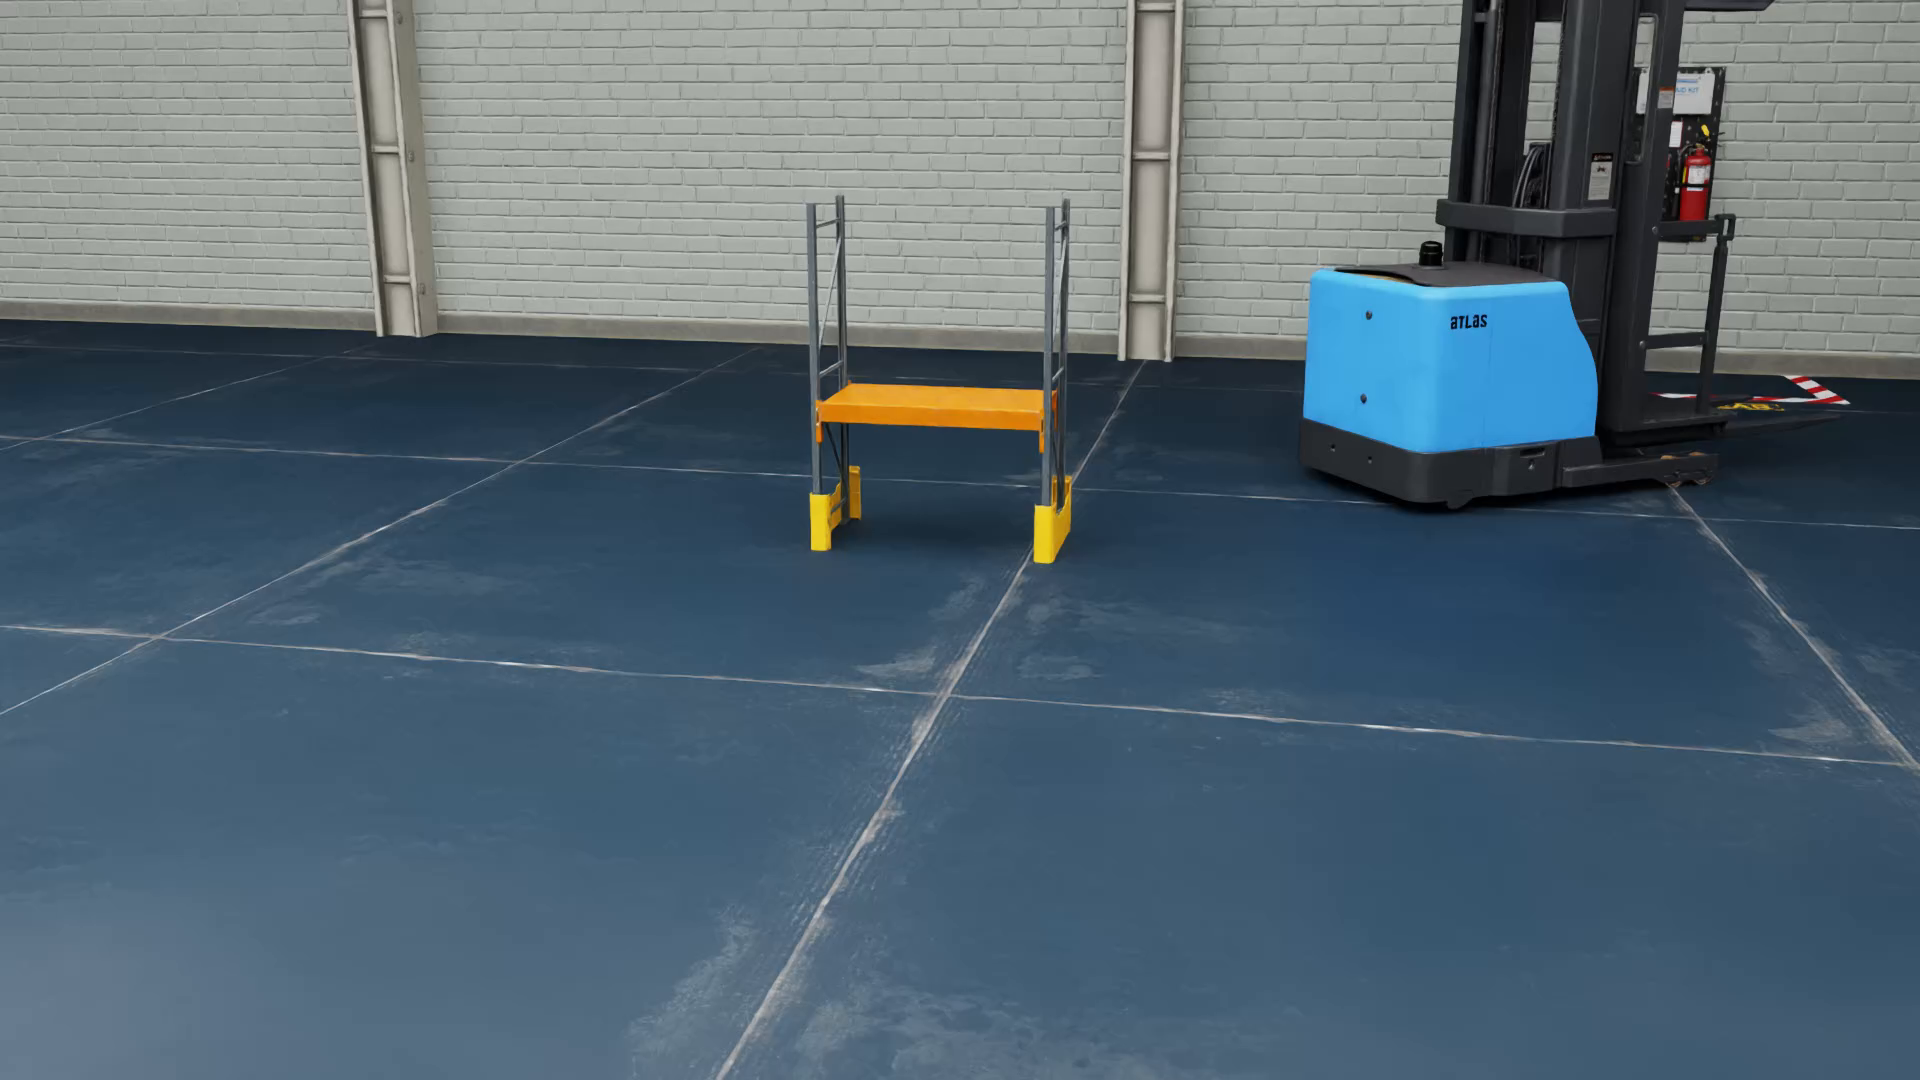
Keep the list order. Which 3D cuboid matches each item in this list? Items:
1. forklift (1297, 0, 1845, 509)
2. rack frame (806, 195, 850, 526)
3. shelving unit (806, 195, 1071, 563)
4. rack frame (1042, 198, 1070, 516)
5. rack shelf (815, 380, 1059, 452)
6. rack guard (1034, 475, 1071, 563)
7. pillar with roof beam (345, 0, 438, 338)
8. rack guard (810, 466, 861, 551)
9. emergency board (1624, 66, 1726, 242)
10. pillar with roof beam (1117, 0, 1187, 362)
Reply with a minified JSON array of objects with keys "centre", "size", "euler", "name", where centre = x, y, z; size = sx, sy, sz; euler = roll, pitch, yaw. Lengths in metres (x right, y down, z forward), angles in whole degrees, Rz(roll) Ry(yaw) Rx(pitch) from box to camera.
[{"centre":[3.330,-1.798,8.494],"size":[3.031,2.935,1.130],"euler":[-7,17,-23],"name":"forklift"},{"centre":[-0.582,-0.754,7.406],"size":[0.032,1.500,0.500],"euler":[3,16,11],"name":"rack frame"},{"centre":[-0.075,-0.727,7.306],"size":[1.083,1.500,0.587],"euler":[3,16,11],"name":"shelving unit"},{"centre":[0.415,-0.700,7.211],"size":[0.032,1.500,0.500],"euler":[3,16,11],"name":"rack frame"},{"centre":[-0.084,-0.554,7.356],"size":[1.000,0.185,0.538],"euler":[3,16,11],"name":"rack shelf"},{"centre":[0.413,-0.098,7.378],"size":[0.087,0.250,0.587],"euler":[3,16,11],"name":"rack guard"},{"centre":[-5.349,-4.886,8.276],"size":[0.400,9.000,9.100],"euler":[3,16,11],"name":"pillar with roof beam"},{"centre":[-0.563,-0.151,7.569],"size":[0.087,0.250,0.587],"euler":[3,16,11],"name":"rack guard"},{"centre":[4.854,-2.625,11.348],"size":[0.643,1.169,0.194],"euler":[3,16,11],"name":"emergency board"},{"centre":[0.531,-4.567,7.123],"size":[0.400,9.000,9.100],"euler":[3,16,11],"name":"pillar with roof beam"}]
